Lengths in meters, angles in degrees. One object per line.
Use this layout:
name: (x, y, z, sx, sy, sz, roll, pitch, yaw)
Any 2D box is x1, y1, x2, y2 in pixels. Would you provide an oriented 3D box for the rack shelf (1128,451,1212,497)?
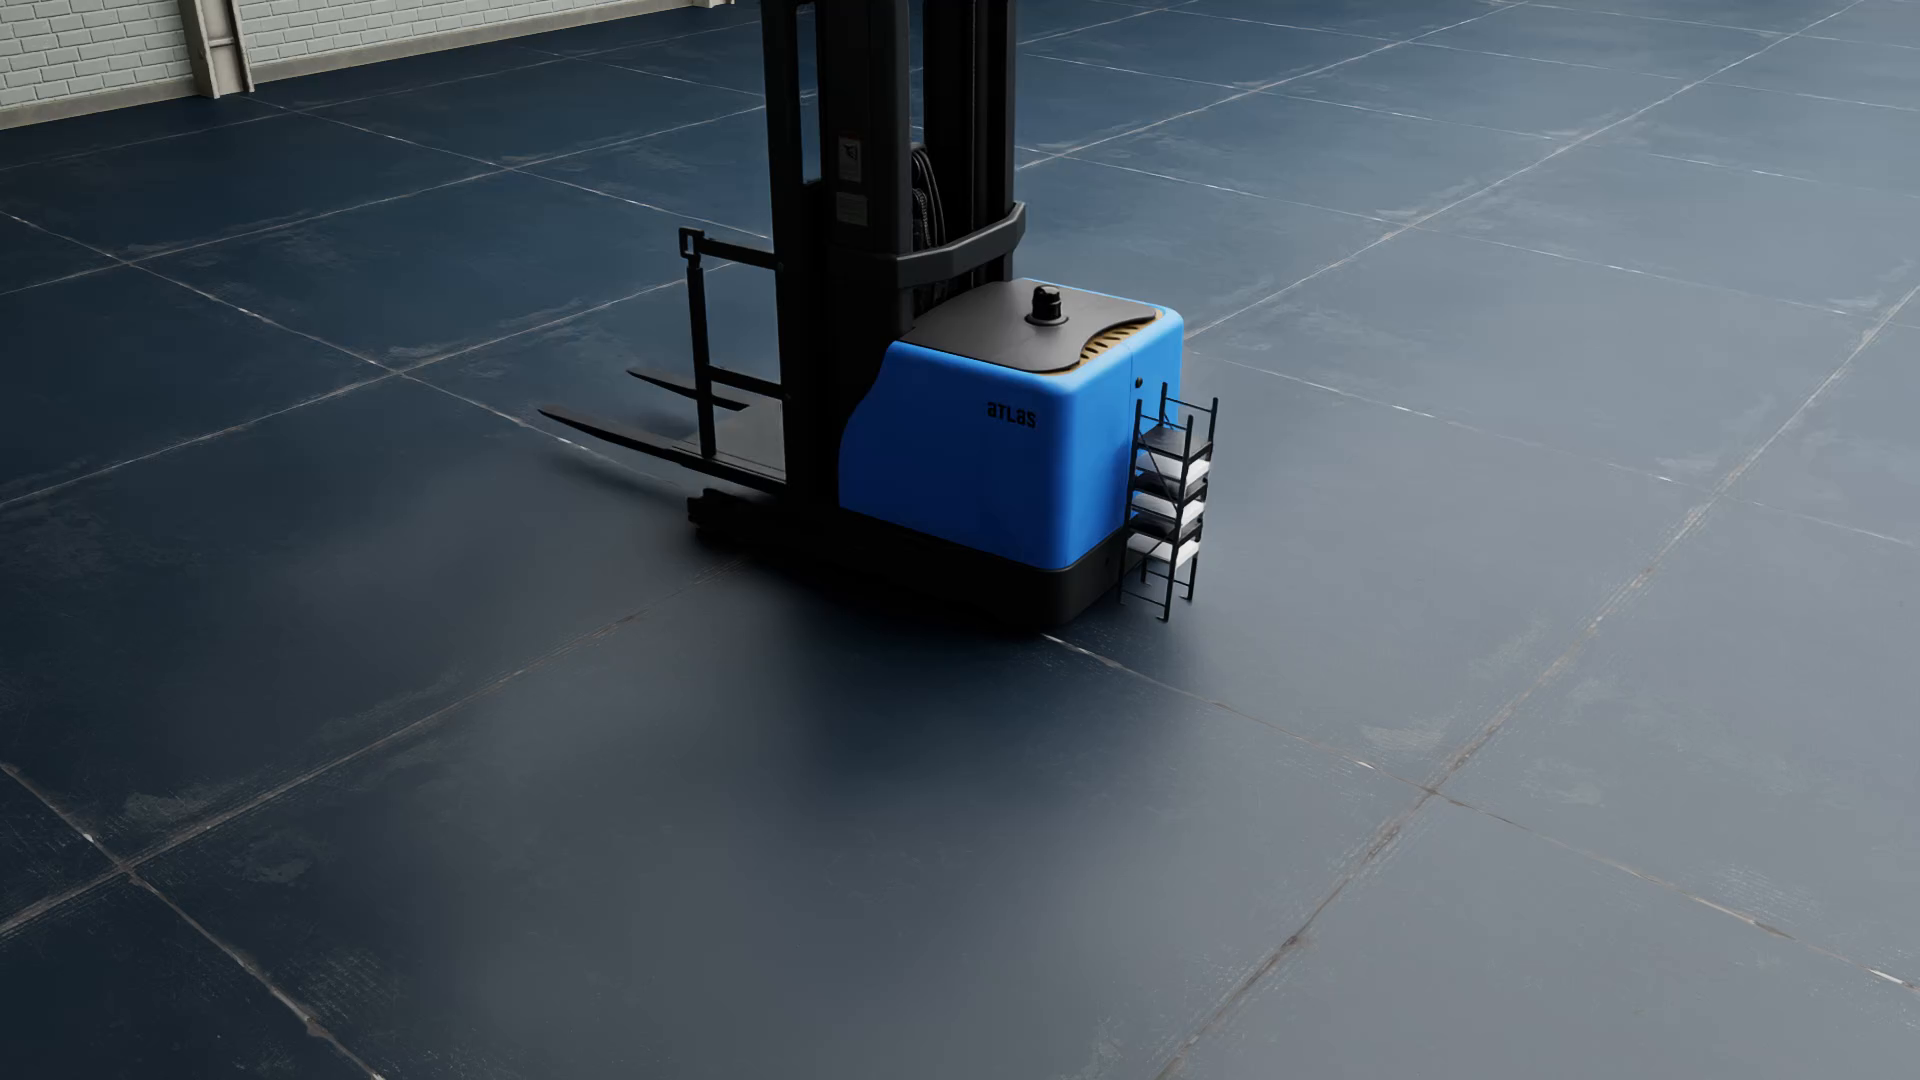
rack shelf: (0.815, -0.273, 6.463, 0.258, 0.077, 0.200, 21, 34, 29)

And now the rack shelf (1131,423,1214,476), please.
rack shelf: (0.819, -0.351, 6.419, 0.258, 0.077, 0.200, 21, 34, 29)

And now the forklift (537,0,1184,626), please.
forklift: (-0.589, -1.473, 6.907, 3.031, 2.935, 1.130, 17, 32, 30)

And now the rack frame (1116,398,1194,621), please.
rack frame: (0.751, -0.106, 6.460, 0.240, 0.900, 0.006, 21, 34, 29)

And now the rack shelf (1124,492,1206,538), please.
rack shelf: (0.807, -0.115, 6.551, 0.258, 0.077, 0.200, 21, 34, 29)

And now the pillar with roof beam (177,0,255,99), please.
pillar with roof beam: (-3.349, -6.806, 10.613, 9.100, 9.000, 0.400, 21, 34, 34)

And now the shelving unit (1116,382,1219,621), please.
shelving unit: (0.808, -0.145, 6.535, 0.258, 0.900, 0.210, 21, 34, 29)

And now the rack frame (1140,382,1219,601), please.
rack frame: (0.866, -0.183, 6.609, 0.240, 0.900, 0.006, 21, 34, 29)

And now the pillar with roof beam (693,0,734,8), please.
pillar with roof beam: (0.467, -8.933, 14.725, 9.100, 9.000, 0.400, 21, 34, 34)

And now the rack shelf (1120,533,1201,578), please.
rack shelf: (0.799, 0.042, 6.638, 0.258, 0.077, 0.200, 21, 34, 29)

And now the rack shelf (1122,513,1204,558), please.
rack shelf: (0.803, -0.037, 6.595, 0.258, 0.077, 0.200, 21, 34, 29)

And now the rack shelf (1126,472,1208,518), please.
rack shelf: (0.811, -0.194, 6.507, 0.258, 0.077, 0.200, 21, 34, 29)
